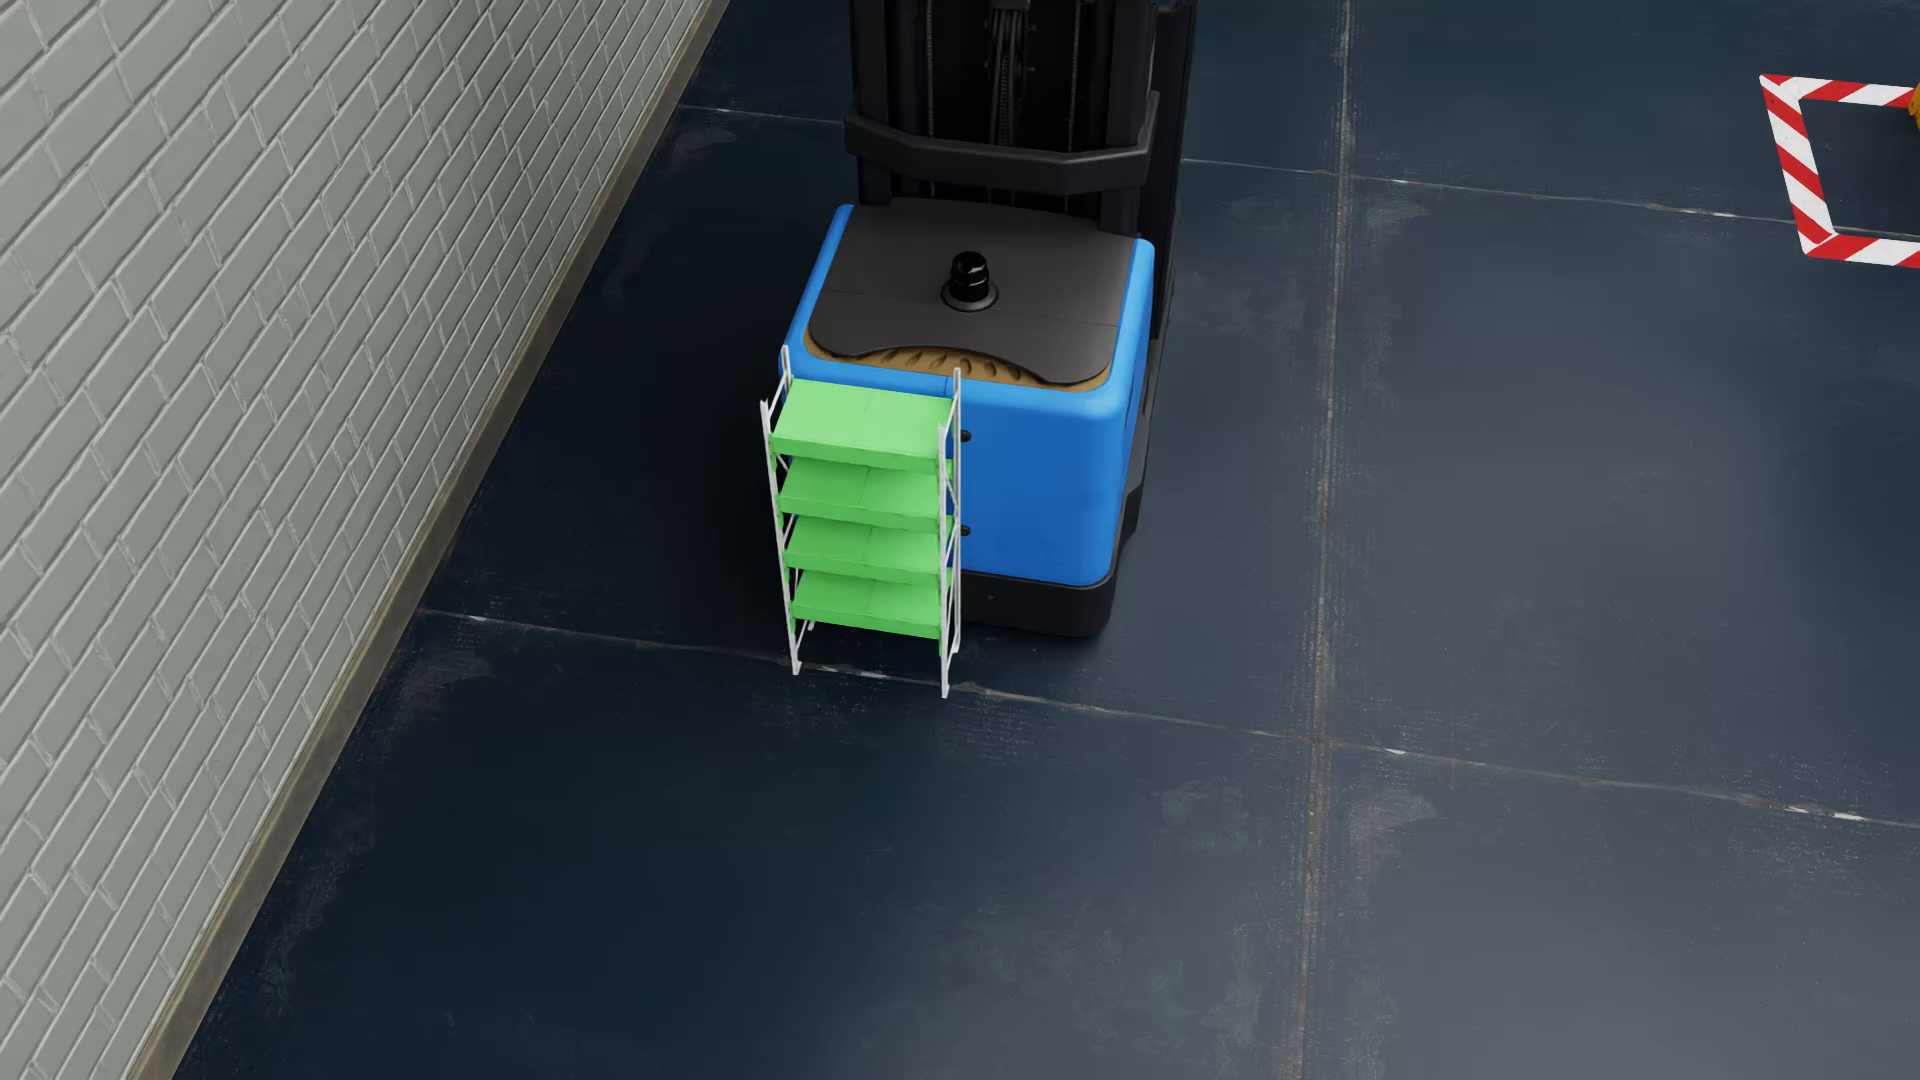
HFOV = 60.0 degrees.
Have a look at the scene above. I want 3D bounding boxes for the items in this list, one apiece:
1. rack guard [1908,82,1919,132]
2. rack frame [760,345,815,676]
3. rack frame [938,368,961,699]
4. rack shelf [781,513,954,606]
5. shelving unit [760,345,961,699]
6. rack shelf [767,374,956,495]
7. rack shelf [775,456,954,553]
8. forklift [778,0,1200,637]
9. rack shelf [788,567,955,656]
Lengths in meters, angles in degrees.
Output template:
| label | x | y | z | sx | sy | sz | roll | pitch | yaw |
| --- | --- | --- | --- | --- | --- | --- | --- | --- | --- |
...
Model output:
| label | x | y | z | sx | sy | sz | roll | pitch | yaw |
| --- | --- | --- | --- | --- | --- | --- | --- | --- | --- |
| rack guard | 4.354 | -1.714 | 6.954 | 0.348 | 0.500 | 1.175 | 8 | 49 | 7 |
| rack frame | -0.508 | -0.052 | 4.990 | 0.015 | 1.200 | 0.240 | 8 | 49 | 7 |
| rack frame | -0.028 | 0.016 | 4.928 | 0.015 | 1.200 | 0.240 | 8 | 49 | 7 |
| rack shelf | -0.268 | 0.025 | 5.007 | 0.480 | 0.148 | 0.258 | 8 | 49 | 7 |
| shelving unit | -0.268 | -0.018 | 4.959 | 0.503 | 1.200 | 0.258 | 8 | 49 | 7 |
| rack shelf | -0.268 | -0.296 | 4.650 | 0.480 | 0.148 | 0.258 | 8 | 49 | 7 |
| rack shelf | -0.268 | -0.136 | 4.828 | 0.480 | 0.148 | 0.258 | 8 | 49 | 7 |
| forklift | 0.239 | -1.783 | 5.382 | 1.130 | 2.935 | 3.031 | 8 | 49 | 7 |
| rack shelf | -0.268 | 0.185 | 5.186 | 0.480 | 0.148 | 0.258 | 8 | 49 | 7 |
